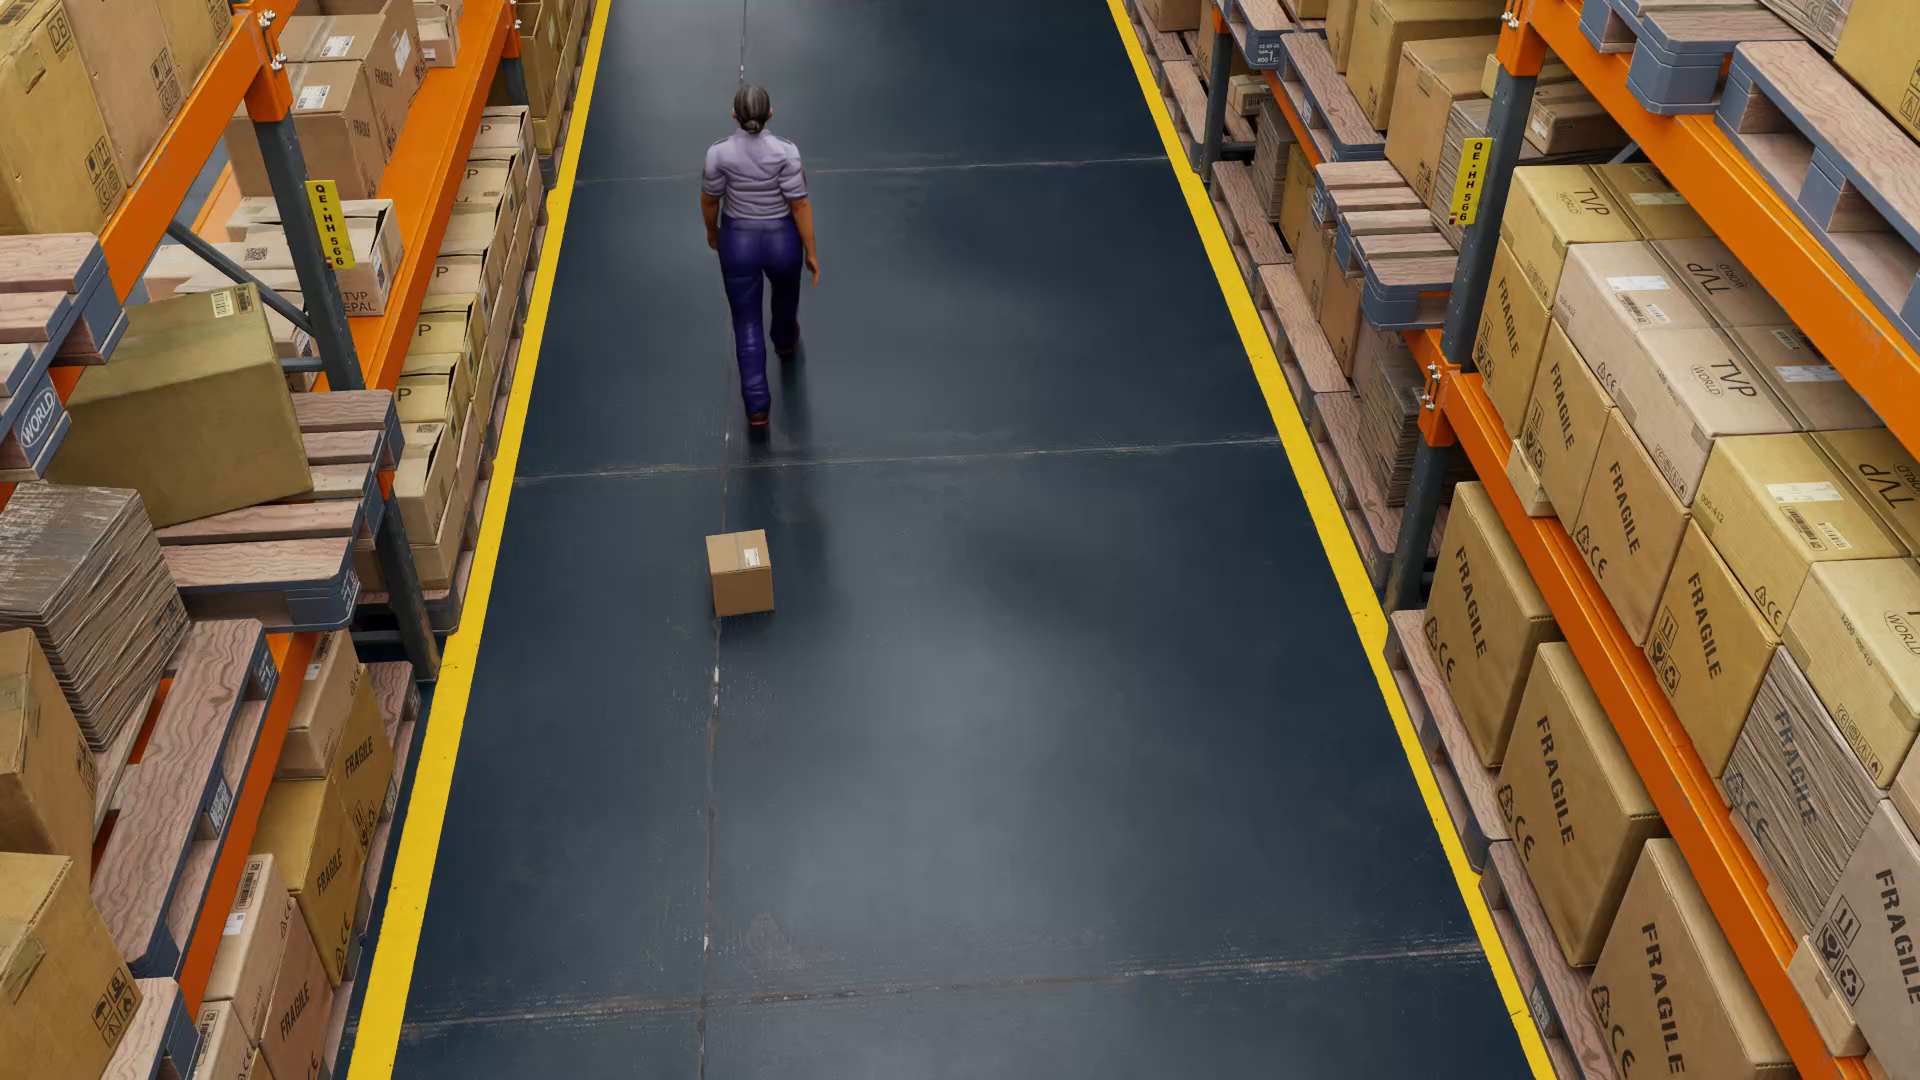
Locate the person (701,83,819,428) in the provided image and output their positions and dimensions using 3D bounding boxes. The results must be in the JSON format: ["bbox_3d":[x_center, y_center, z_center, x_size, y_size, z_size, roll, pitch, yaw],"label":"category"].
[{"bbox_3d":[-0.948,-1.422,7.913,0.524,1.576,1.013,-5,40,-6],"label":"person"}]
